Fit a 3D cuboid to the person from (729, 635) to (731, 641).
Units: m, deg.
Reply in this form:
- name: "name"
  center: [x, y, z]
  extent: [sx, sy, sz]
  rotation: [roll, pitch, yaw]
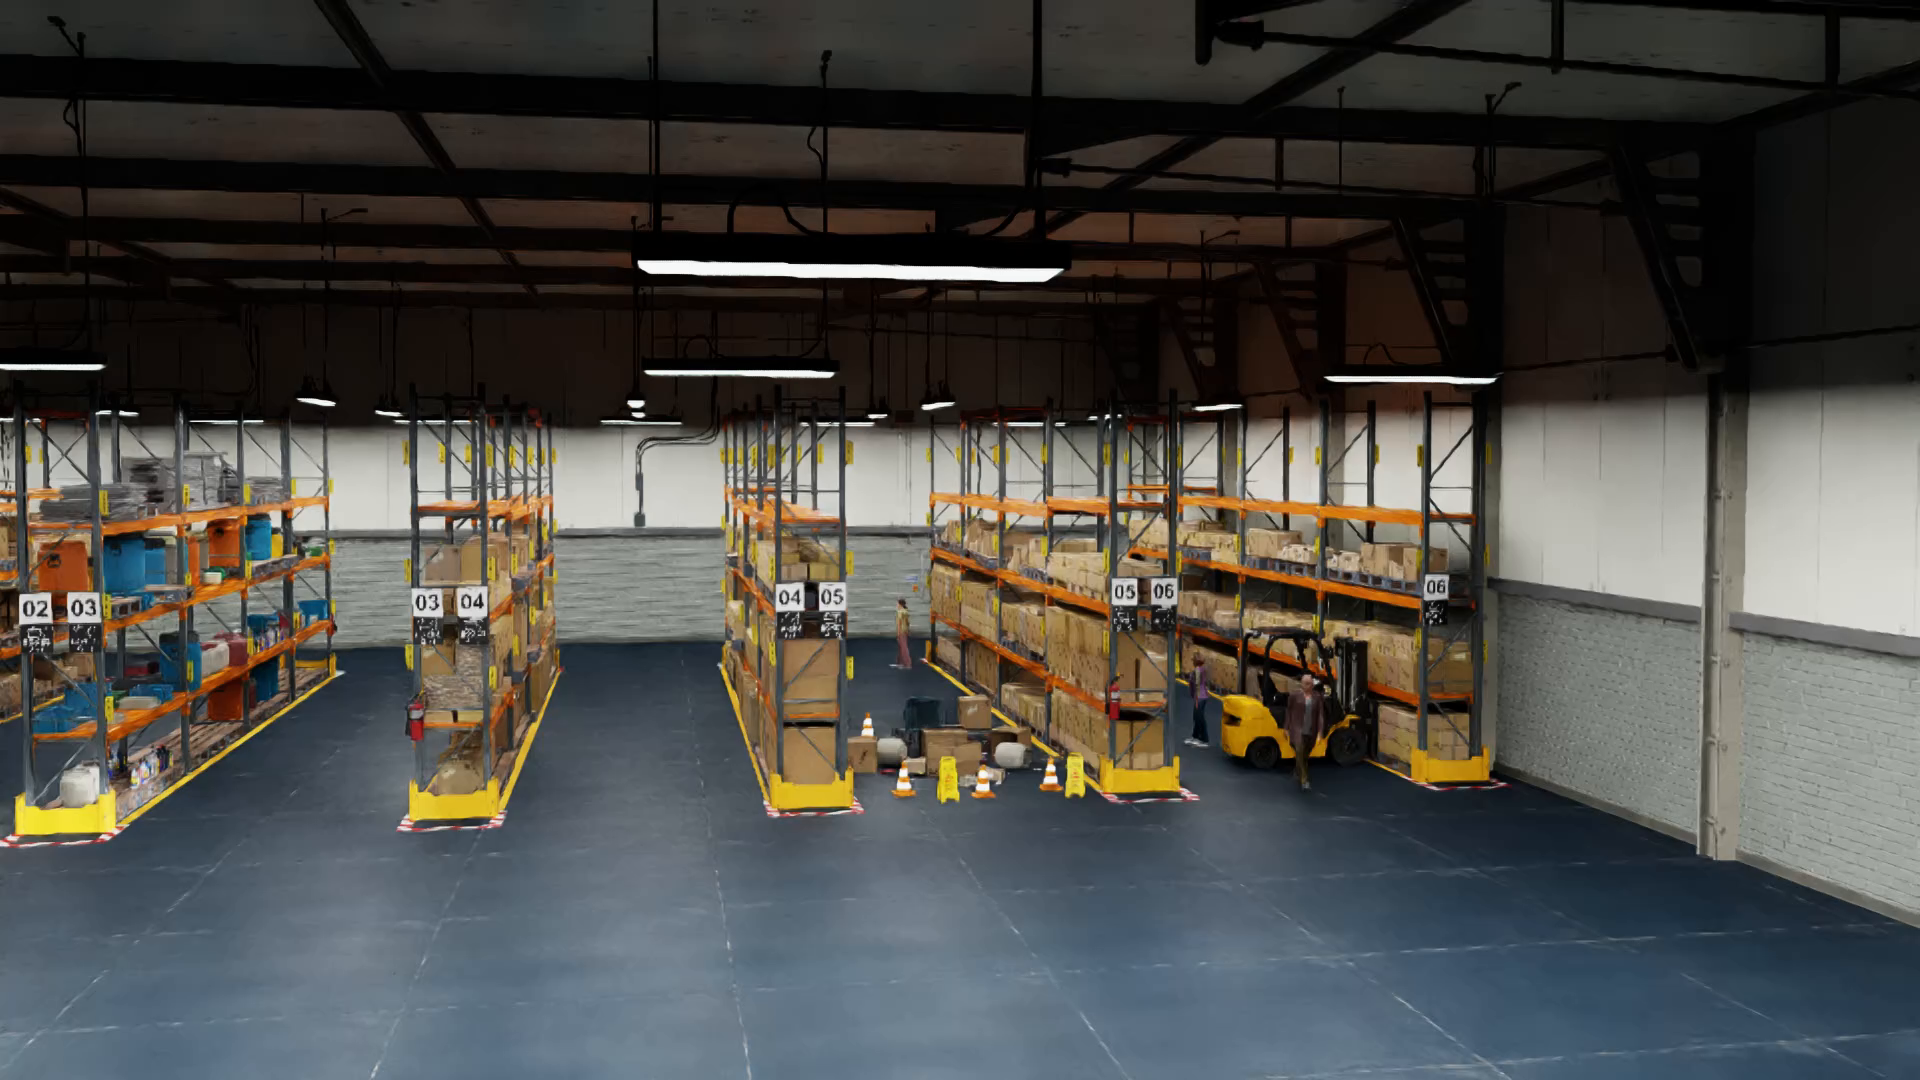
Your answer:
- name: "person"
  center: [-5.477, 2.127, 40.647]
  extent: [0.499, 1.645, 0.573]
  rotation: [2, 4, 39]

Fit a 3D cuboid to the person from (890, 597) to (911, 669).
- name: "person"
  center: [-1.386, 2.189, 38.996]
  extent: [0.577, 1.638, 0.556]
  rotation: [1, 3, 15]

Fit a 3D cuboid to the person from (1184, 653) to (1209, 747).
- name: "person"
  center: [4.084, 2.741, 28.635]
  extent: [0.449, 1.599, 0.467]
  rotation: [1, 3, 19]

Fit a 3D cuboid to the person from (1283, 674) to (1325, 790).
- name: "person"
  center: [5.207, 2.859, 25.034]
  extent: [0.587, 1.695, 1.186]
  rotation: [0, 3, -8]
